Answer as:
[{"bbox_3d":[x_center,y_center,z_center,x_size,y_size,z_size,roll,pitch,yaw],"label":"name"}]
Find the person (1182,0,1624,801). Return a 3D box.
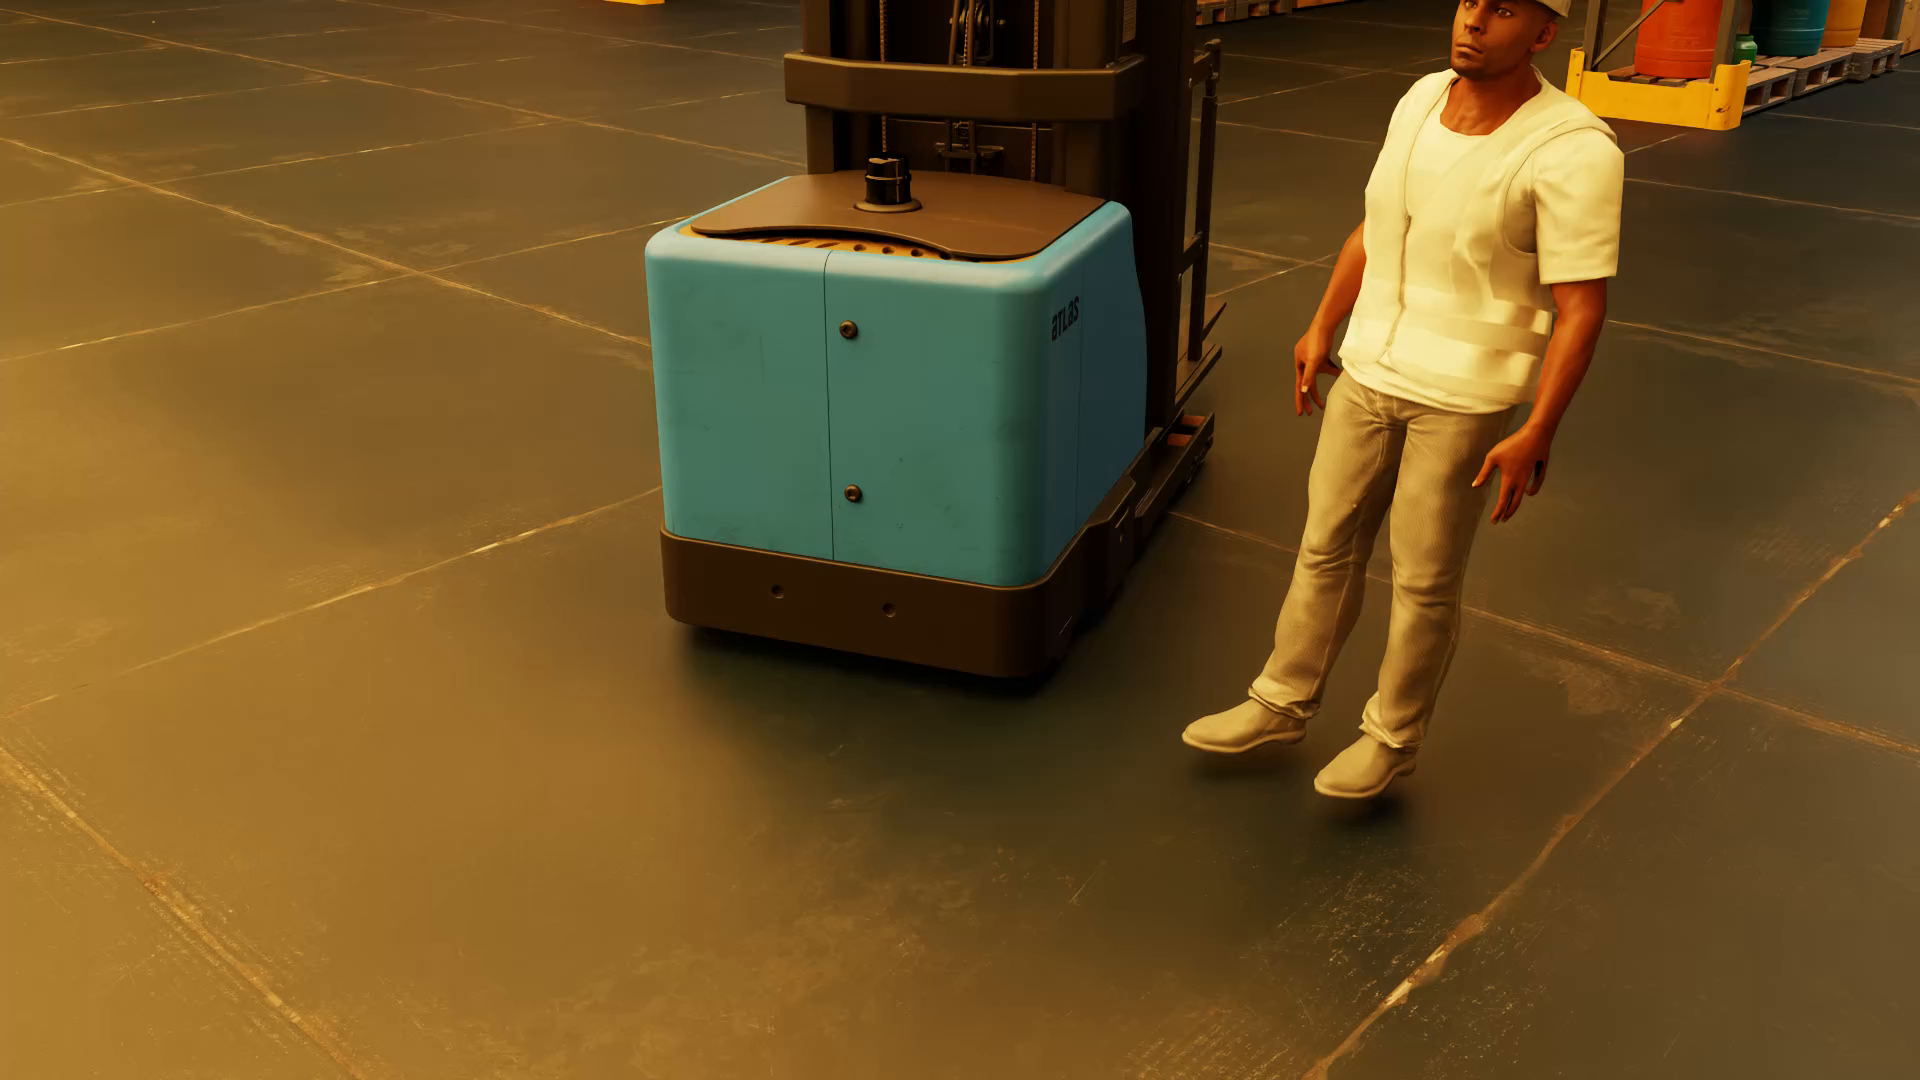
[{"bbox_3d":[0.890,-0.295,3.333,0.577,1.765,0.666,-14,27,-28],"label":"person"}]

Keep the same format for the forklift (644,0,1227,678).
[{"bbox_3d":[0.211,-1.572,4.911,1.130,2.935,3.031,8,25,18],"label":"forklift"}]
